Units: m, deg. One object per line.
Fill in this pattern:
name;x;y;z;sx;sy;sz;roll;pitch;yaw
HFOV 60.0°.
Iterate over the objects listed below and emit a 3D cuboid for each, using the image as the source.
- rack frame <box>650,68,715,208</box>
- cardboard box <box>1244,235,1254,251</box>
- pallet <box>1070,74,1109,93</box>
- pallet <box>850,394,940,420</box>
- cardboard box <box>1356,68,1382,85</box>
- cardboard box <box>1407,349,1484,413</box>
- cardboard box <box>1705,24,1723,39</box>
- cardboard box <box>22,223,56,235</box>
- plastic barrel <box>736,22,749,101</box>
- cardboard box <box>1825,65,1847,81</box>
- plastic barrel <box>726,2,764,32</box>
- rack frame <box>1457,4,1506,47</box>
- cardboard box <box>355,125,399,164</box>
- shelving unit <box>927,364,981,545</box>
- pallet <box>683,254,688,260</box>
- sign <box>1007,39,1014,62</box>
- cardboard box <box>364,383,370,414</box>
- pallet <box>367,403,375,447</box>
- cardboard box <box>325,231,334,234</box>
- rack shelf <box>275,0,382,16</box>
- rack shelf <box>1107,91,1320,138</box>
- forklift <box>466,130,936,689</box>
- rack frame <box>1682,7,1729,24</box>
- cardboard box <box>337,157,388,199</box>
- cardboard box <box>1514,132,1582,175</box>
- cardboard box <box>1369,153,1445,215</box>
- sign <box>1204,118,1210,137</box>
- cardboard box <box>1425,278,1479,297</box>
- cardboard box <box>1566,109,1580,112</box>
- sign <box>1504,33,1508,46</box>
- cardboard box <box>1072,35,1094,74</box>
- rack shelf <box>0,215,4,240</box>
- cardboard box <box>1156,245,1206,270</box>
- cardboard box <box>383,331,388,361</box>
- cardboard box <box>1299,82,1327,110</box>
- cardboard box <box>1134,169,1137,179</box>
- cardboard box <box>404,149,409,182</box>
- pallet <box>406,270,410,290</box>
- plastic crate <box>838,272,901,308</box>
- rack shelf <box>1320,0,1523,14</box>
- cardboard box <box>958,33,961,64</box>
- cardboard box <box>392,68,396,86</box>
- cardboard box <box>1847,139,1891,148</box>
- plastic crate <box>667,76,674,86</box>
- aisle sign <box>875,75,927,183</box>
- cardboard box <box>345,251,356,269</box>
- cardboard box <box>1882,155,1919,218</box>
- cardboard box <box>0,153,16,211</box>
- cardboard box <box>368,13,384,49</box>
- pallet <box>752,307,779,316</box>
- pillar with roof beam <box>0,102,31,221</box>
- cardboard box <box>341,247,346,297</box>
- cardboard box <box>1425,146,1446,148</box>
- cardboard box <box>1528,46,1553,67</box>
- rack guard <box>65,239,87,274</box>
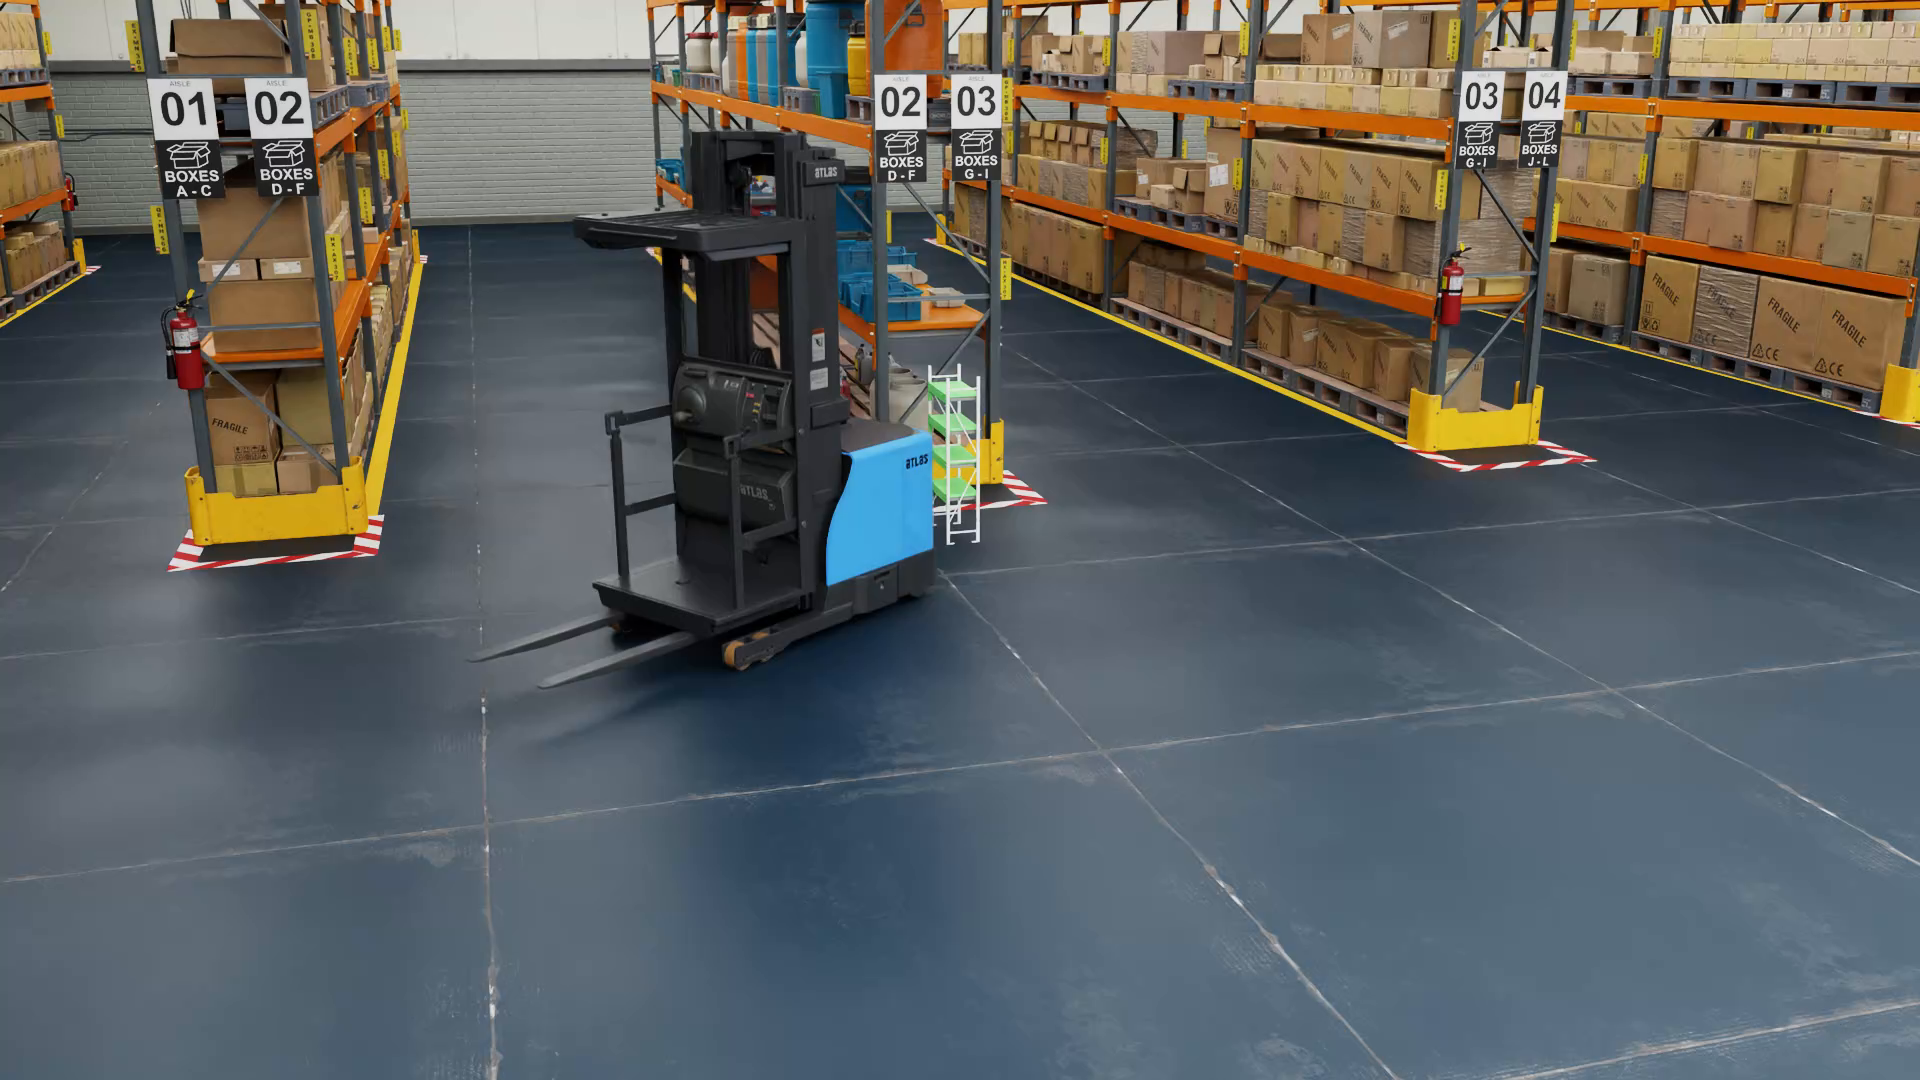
rack frame;-4.573;-6.310;27.745;1.000;3.000;0.127;-5;17;-15
cardboard box;3.257;-3.179;17.757;0.380;0.149;0.250;-5;17;-15
pallet;2.159;-6.009;21.856;1.213;0.211;1.003;-4;17;-13
pallet;-0.792;-1.128;15.341;1.003;0.211;1.213;-5;17;-15
cardboard box;3.859;-4.244;15.221;0.380;0.149;0.250;-6;18;-18
cardboard box;4.430;-1.454;15.193;0.500;0.500;0.500;-1;17;-5
cardboard box;8.197;-5.426;17.733;0.380;0.149;0.250;-5;17;-16
cardboard box;-13.529;-4.564;24.419;0.380;0.149;0.250;-4;17;-14
plastic barrel;-2.178;-5.314;18.469;0.600;0.830;0.708;-5;17;-15
cardboard box;8.686;-4.552;16.212;0.380;0.149;0.250;-5;17;-16
plastic barrel;-2.858;-6.621;21.966;0.600;0.901;0.708;-5;17;-15
rack frame;9.717;-10.358;30.794;1.000;3.000;0.127;-5;17;-15
cardboard box;-8.097;-5.492;23.111;0.500;0.500;0.500;-4;17;-14
shelving unit;-0.045;-0.620;11.932;0.258;1.200;0.503;-5;17;-15
pallet;-4.052;-4.407;26.255;1.003;0.211;1.213;-5;17;-15
sign;0.755;-7.273;24.700;0.100;0.325;0.005;-5;17;-15
cardboard box;-5.574;-1.234;14.897;0.500;0.250;0.500;-5;17;-15
pallet;-5.861;-1.041;15.052;1.003;0.211;1.213;-5;17;-15
cardboard box;-5.262;-2.403;13.437;0.380;0.149;0.250;-5;17;-15
rack shelf;-7.688;-6.597;20.217;1.077;0.370;4.000;-5;17;-15
rack shelf;2.937;-5.028;19.512;1.077;0.370;4.000;-5;17;-15
forklift;-1.473;-0.821;9.591;1.130;2.935;3.031;13;21;37
rack frame;14.489;-10.752;32.104;1.000;3.000;0.127;-5;17;-15
cardboard box;-7.693;-4.578;21.076;0.700;0.500;0.500;-10;19;-29
cardboard box;7.581;-4.973;21.383;0.700;0.500;0.500;-5;17;-16
cardboard box;4.054;-3.216;15.014;0.500;0.500;0.500;-5;17;-15
sign;4.464;-7.437;29.993;0.100;0.325;0.005;-5;17;-15
cardboard box;4.309;-2.218;14.559;0.380;0.149;0.250;-5;17;-15
cardboard box;10.426;-7.276;27.922;0.380;0.149;0.250;-5;17;-16
sign;10.243;-9.347;31.239;0.100;0.325;0.005;-5;17;-15
cardboard box;1.829;-6.569;22.490;0.500;0.500;0.500;-4;17;-12
rack shelf;-12.450;-3.523;19.716;1.077;0.370;4.000;-5;17;-15
cardboard box;2.756;-3.533;20.775;0.500;0.250;0.500;-3;17;-9
cardboard box;-6.335;-2.041;17.582;0.500;0.250;0.500;-4;17;-14
cardboard box;3.641;-4.318;16.160;0.500;0.250;0.500;-5;18;-17
cardboard box;2.515;-4.693;22.186;0.500;0.500;0.500;-4;17;-14
cardboard box;-8.952;-5.865;26.089;0.500;0.500;0.500;-4;17;-14
pallet;-8.426;-3.668;23.795;1.003;0.211;1.213;-5;17;-15
plastic crate;-0.775;-2.108;14.014;0.499;0.251;0.408;-5;17;-15
rack shelf;6.634;-7.743;24.034;1.077;0.370;4.000;-5;17;-15
cardboard box;0.383;-8.296;28.063;0.700;0.500;0.500;-6;18;-19
cardboard box;-8.666;-6.887;24.711;0.500;0.250;0.500;-5;17;-15
cardboard box;12.249;-5.092;22.269;0.500;0.500;0.500;-5;18;-17
plastic crate;-4.190;-6.836;24.739;0.293;0.136;0.466;-5;17;-15
aisle sign;-0.442;-3.086;12.493;0.394;0.787;0.004;-5;17;-15
cardboard box;-6.086;-2.741;16.300;0.380;0.149;0.250;-5;17;-15
cardboard box;9.318;-3.335;15.702;0.875;0.550;0.550;-5;17;-15
cardboard box;-13.133;-4.715;21.915;0.980;0.700;0.700;-4;17;-14
cardboard box;-8.409;-7.057;23.107;0.700;0.500;0.500;-5;17;-15
pallet;-2.632;-2.977;21.494;1.003;0.211;1.213;-5;17;-15
pillar with roof beam;-11.533;-9.419;27.666;9.100;9.000;0.400;-5;17;-15
cardboard box;-5.760;-2.380;14.489;0.700;0.500;0.500;-5;17;-16
cardboard box;6.955;-5.652;24.227;0.380;0.149;0.250;-4;17;-13
cardboard box;7.450;-5.998;20.742;0.500;0.311;0.500;-5;17;-16
rack guard;-14.106;-4.336;25.519;1.175;0.500;0.348;-5;17;-15
